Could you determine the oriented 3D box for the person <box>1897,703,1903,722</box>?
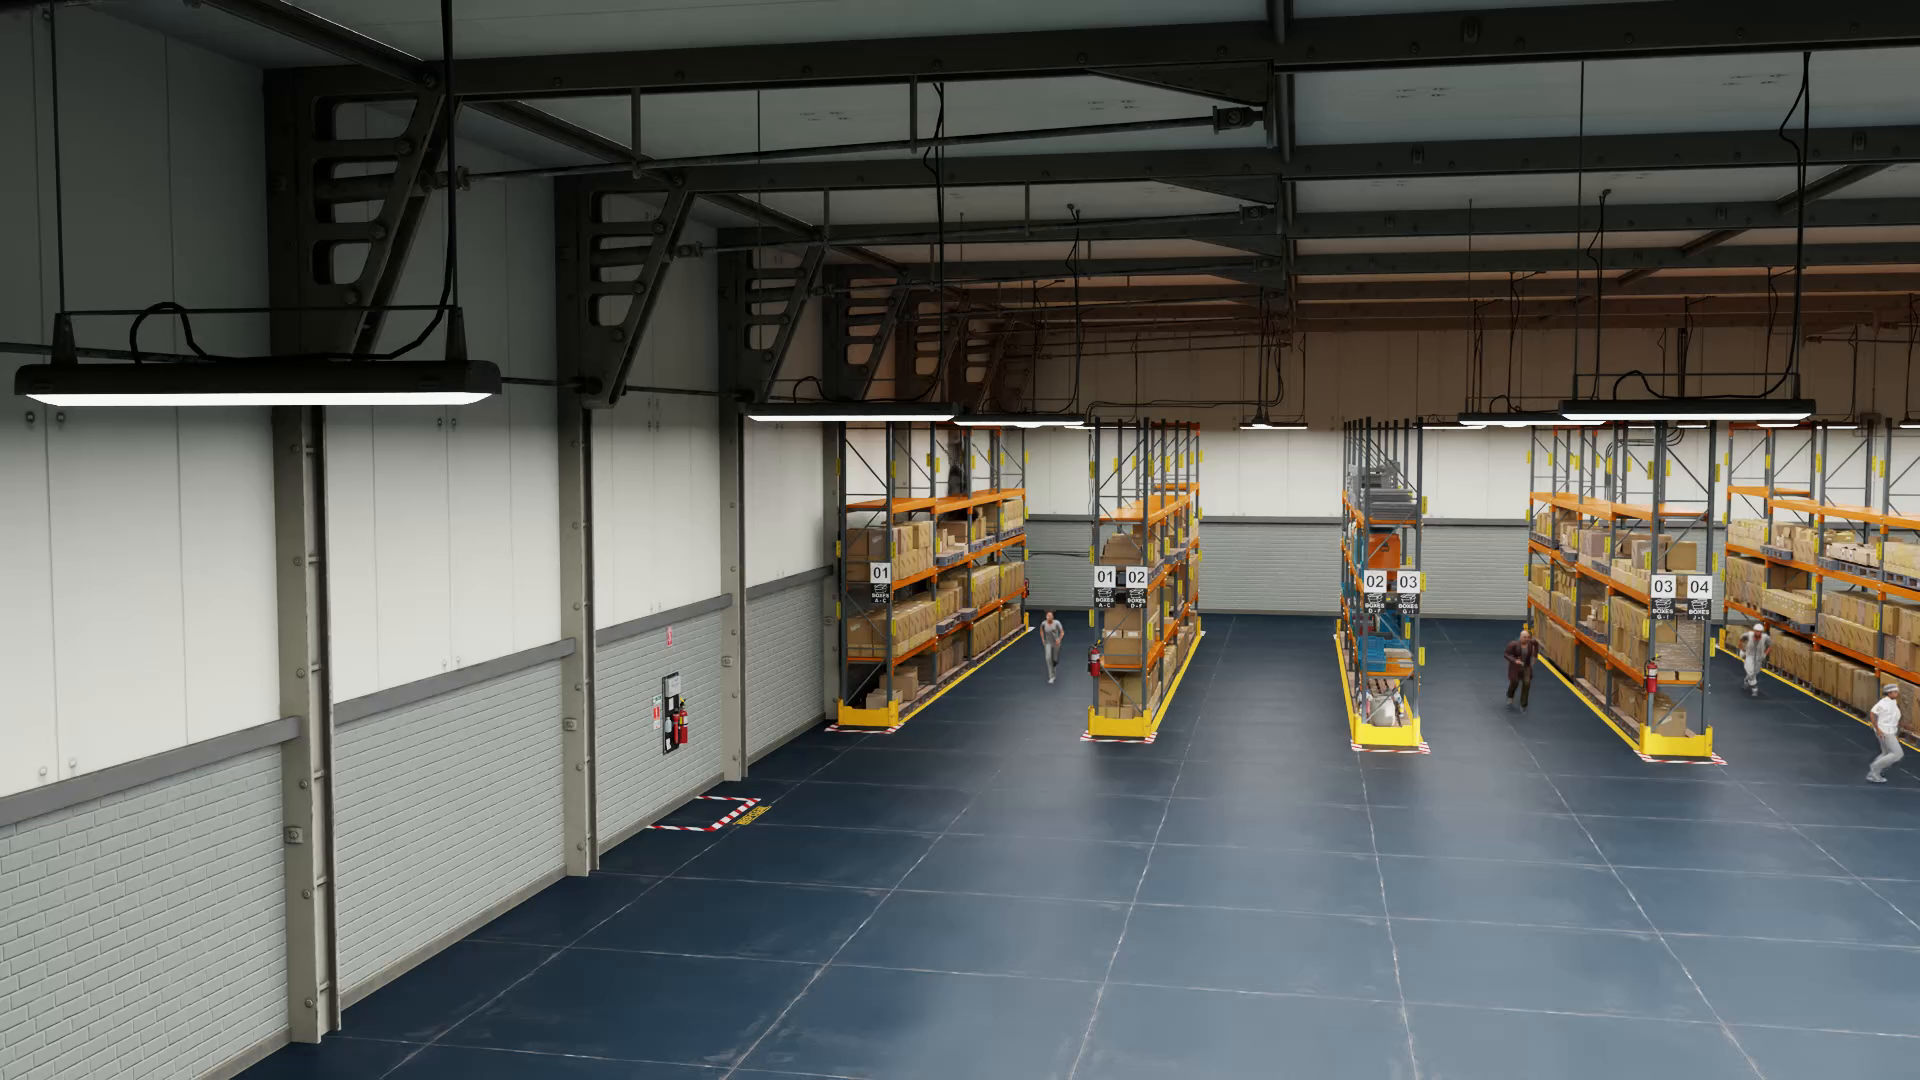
[{"bbox_3d":[15.244,2.894,27.114,0.152,0.481,0.238,-4,5,-45],"label":"person"}]

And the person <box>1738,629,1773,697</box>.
[{"bbox_3d":[17.329,2.607,36.280,0.668,1.578,1.062,1,4,18],"label":"person"}]

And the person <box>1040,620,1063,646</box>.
[{"bbox_3d":[2.098,2.131,38.273,0.535,0.589,0.354,1,4,8],"label":"person"}]

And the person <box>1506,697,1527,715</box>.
[{"bbox_3d":[11.436,3.365,34.210,0.195,0.377,1.064,0,4,-1],"label":"person"}]
